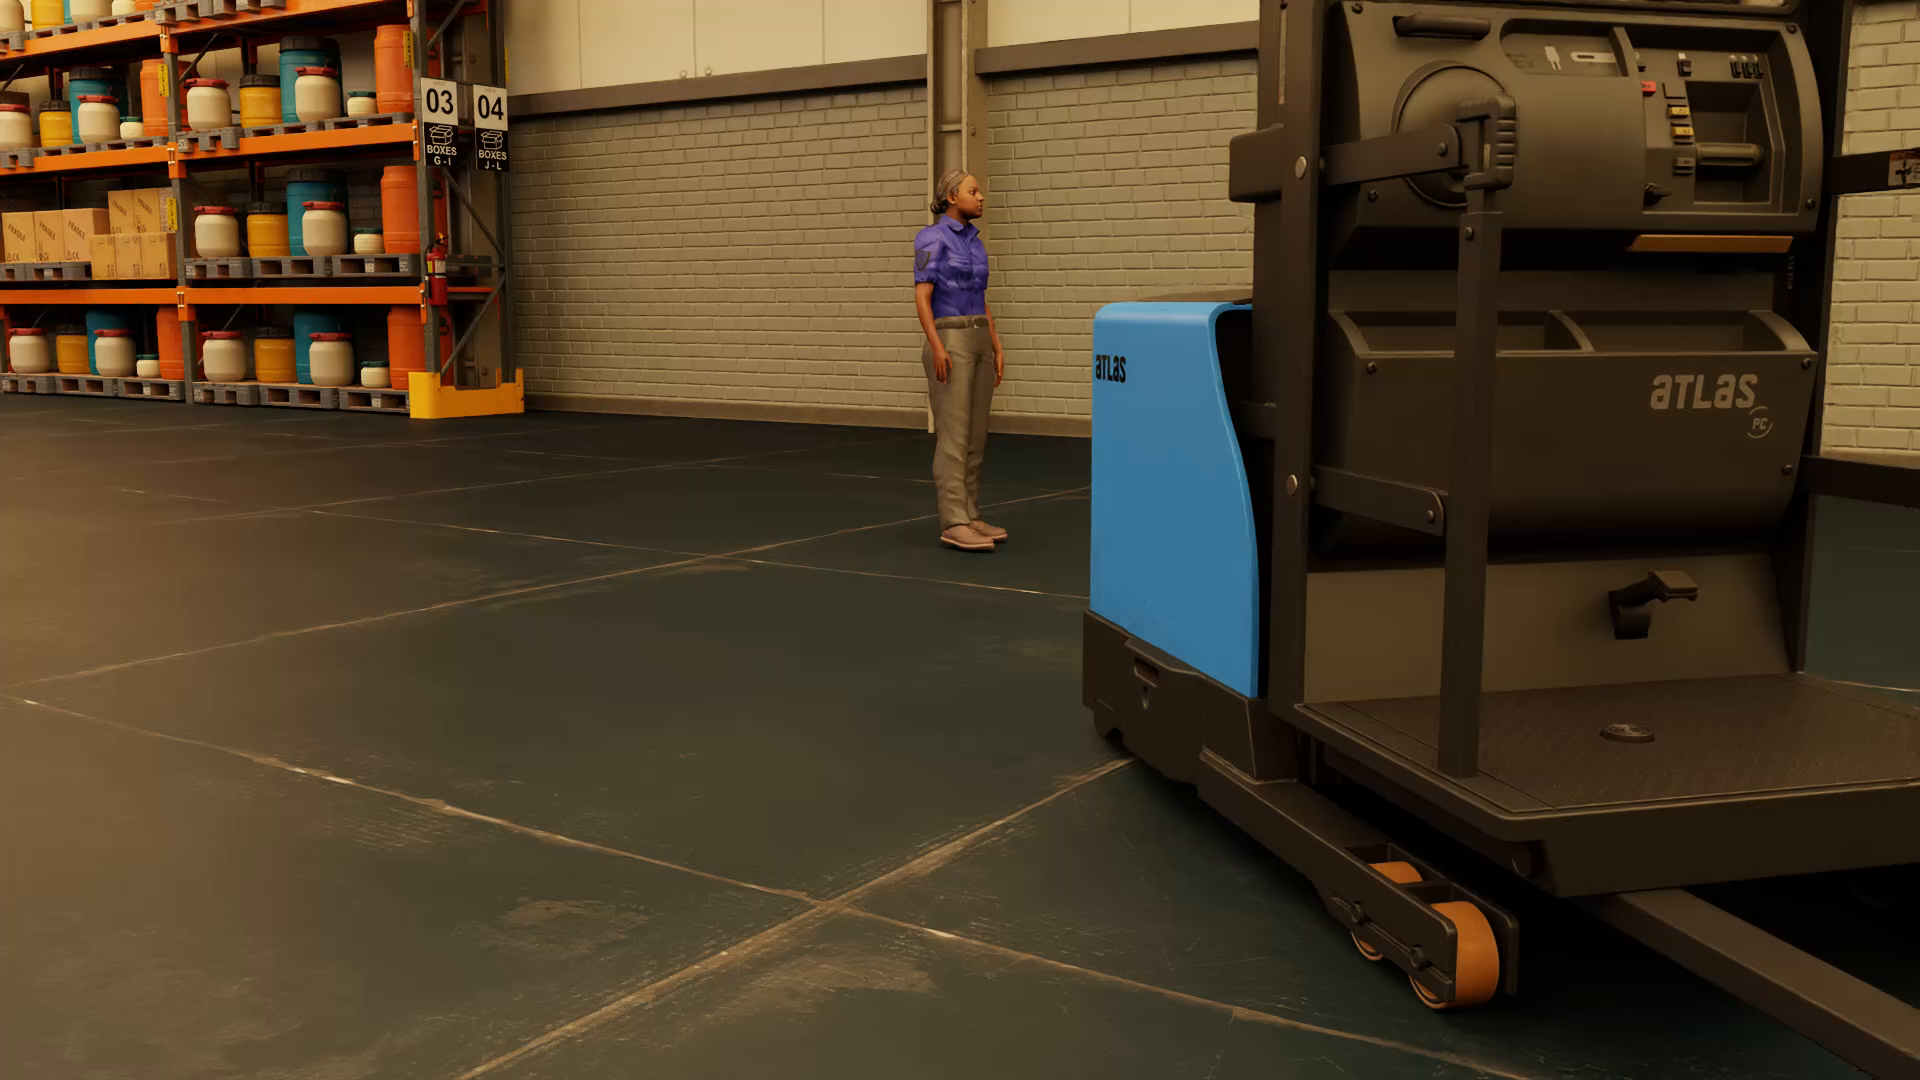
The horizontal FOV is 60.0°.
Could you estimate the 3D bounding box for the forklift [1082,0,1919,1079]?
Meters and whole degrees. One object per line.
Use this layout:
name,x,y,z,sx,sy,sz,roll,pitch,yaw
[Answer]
forklift,1.170,-0.791,2.754,1.130,2.935,3.031,-2,8,-14

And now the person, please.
person,0.062,-0.817,7.421,0.503,1.656,0.569,5,10,34
